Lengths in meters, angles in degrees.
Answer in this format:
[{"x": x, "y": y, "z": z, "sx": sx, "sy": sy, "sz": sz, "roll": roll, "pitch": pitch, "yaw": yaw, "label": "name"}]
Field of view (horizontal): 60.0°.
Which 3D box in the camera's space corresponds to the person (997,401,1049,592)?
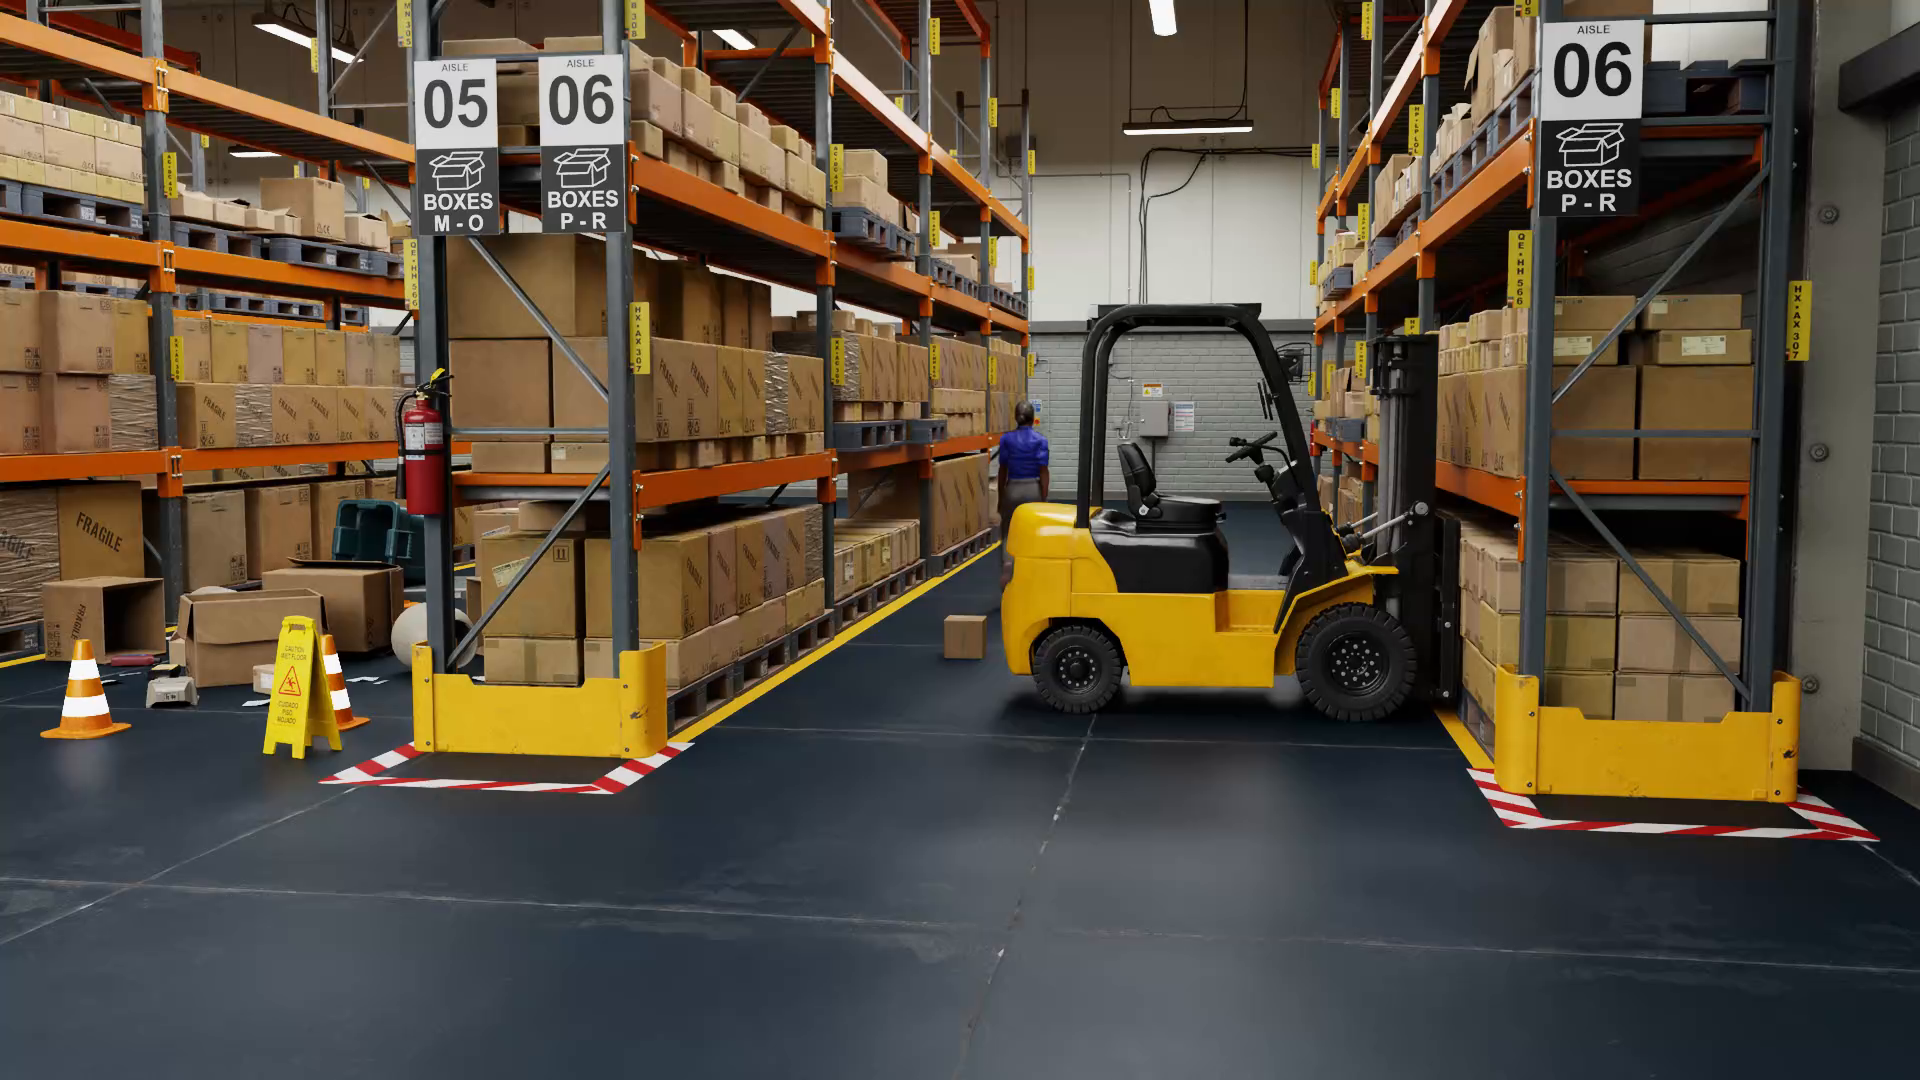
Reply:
[{"x": 0.523, "y": -0.341, "z": 13.914, "sx": 0.453, "sy": 1.640, "sz": 0.628, "roll": 1, "pitch": 5, "yaw": 8, "label": "person"}]
